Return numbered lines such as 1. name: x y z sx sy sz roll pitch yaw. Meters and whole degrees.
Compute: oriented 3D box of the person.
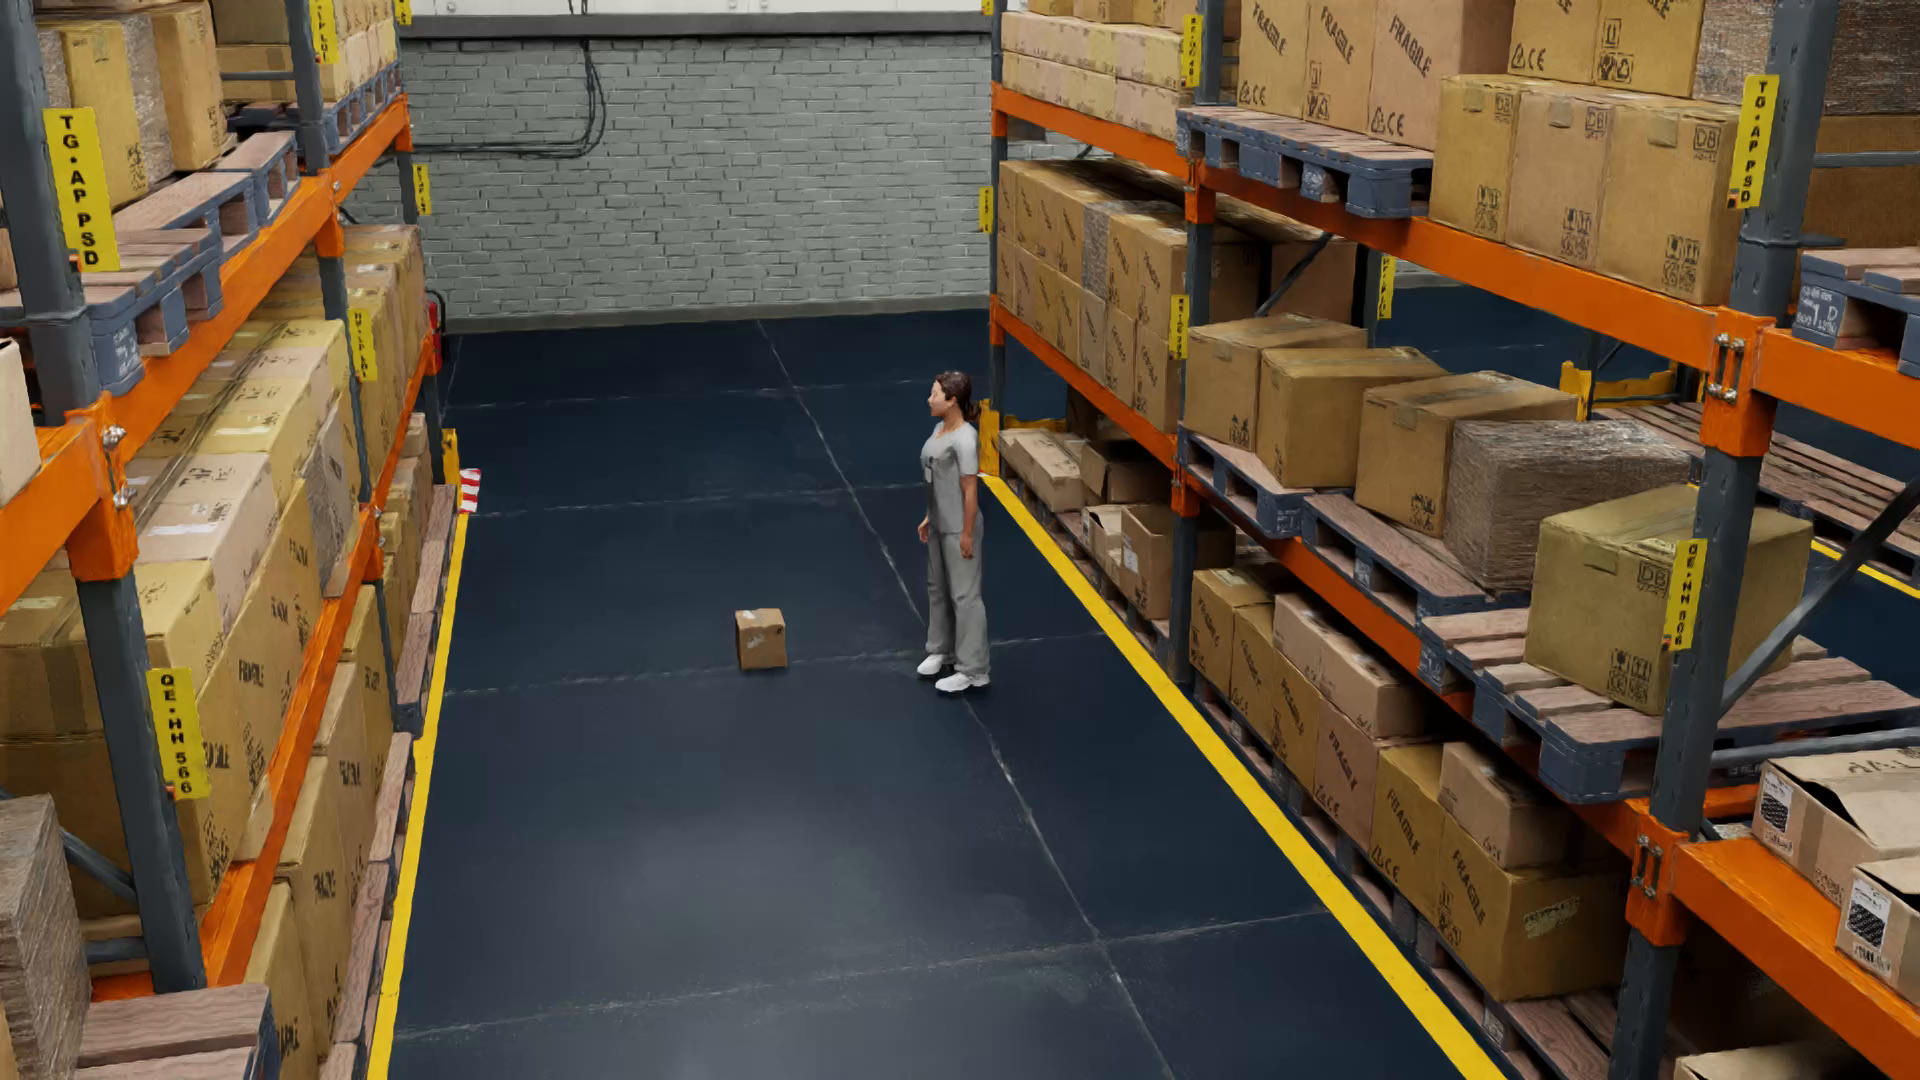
1. person: -0.055 -0.062 8.713 0.354 1.669 0.478 -7 21 -18
